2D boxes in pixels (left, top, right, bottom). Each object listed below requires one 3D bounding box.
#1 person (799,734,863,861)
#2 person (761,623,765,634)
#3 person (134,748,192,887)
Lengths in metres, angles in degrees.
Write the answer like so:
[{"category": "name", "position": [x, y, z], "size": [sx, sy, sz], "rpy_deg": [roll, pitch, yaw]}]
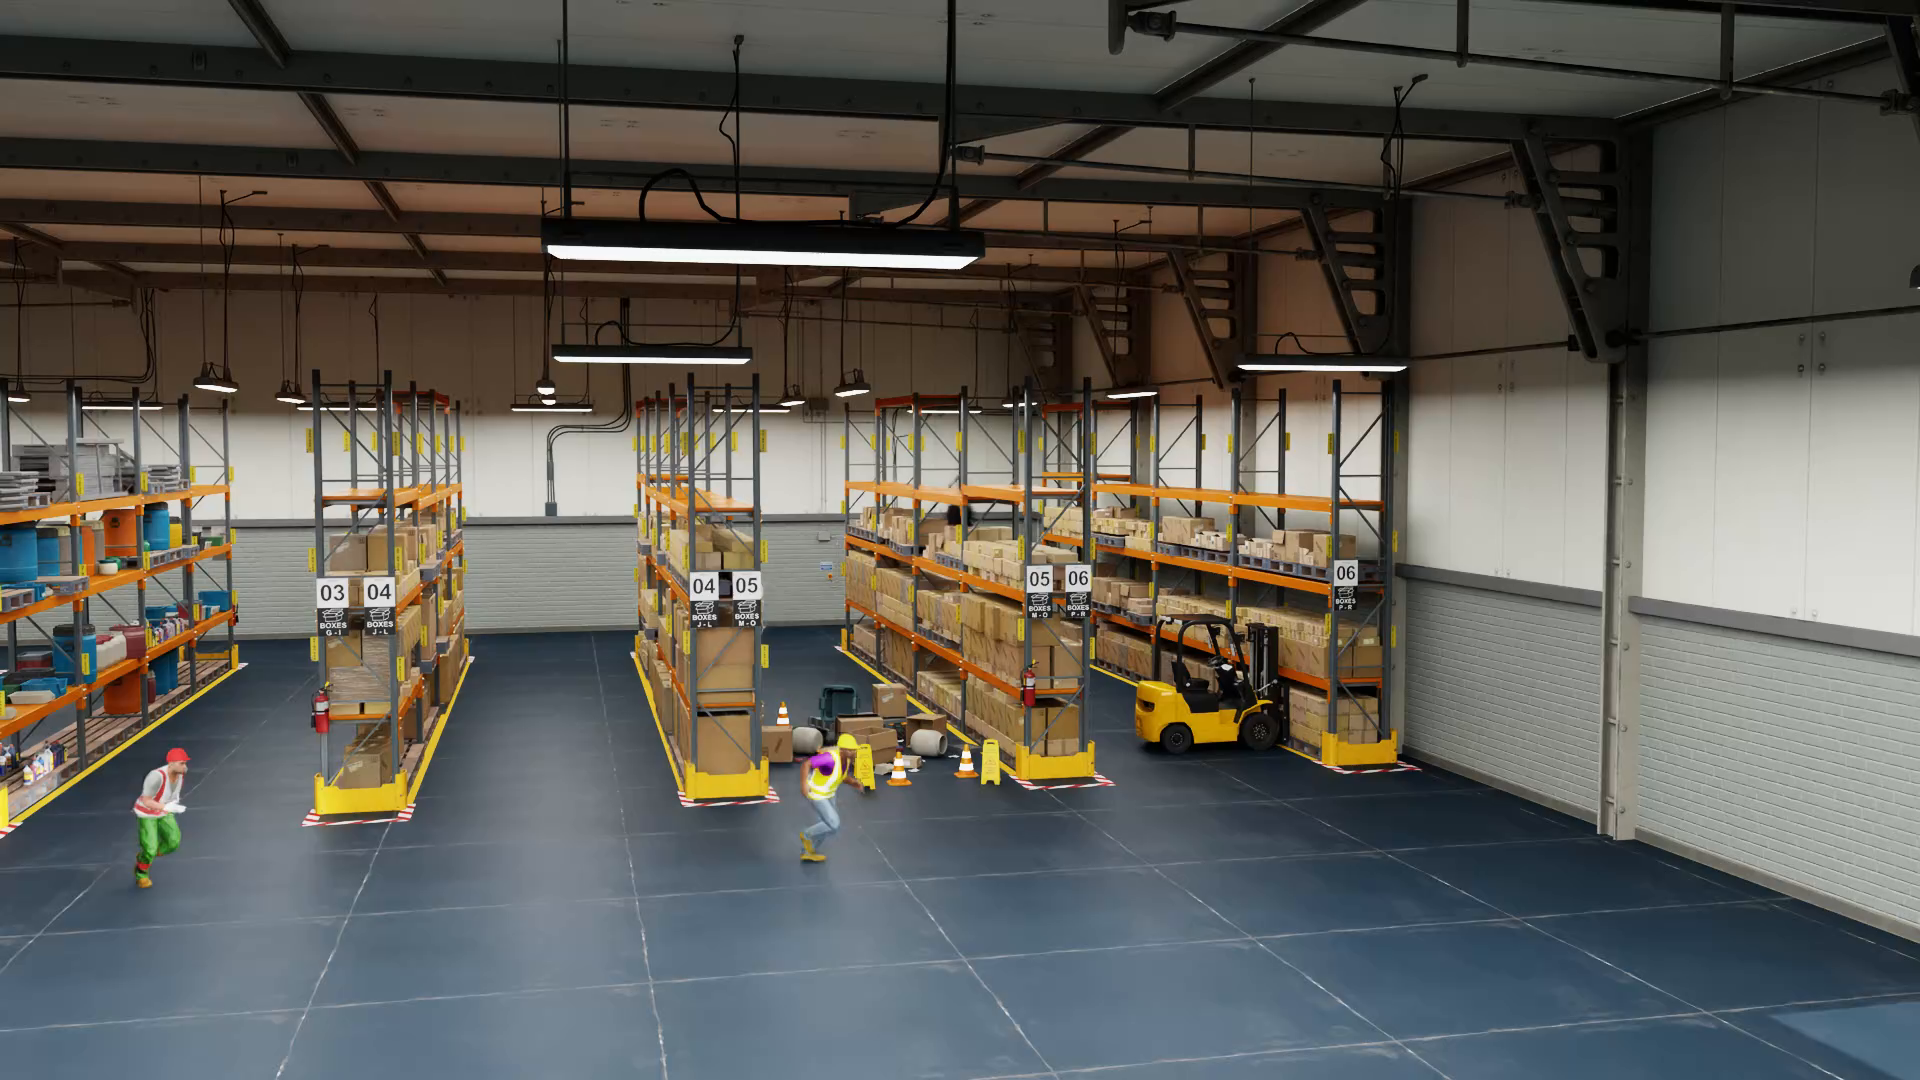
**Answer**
[{"category": "person", "position": [-1.568, 3.074, 19.747], "size": [0.823, 1.573, 0.734], "rpy_deg": [2, 4, 28]}, {"category": "person", "position": [-5.374, 1.745, 42.606], "size": [0.783, 1.573, 0.547], "rpy_deg": [-3, 5, -43]}, {"category": "person", "position": [-8.978, 3.122, 18.786], "size": [0.814, 1.591, 0.695], "rpy_deg": [1, 4, 20]}]
